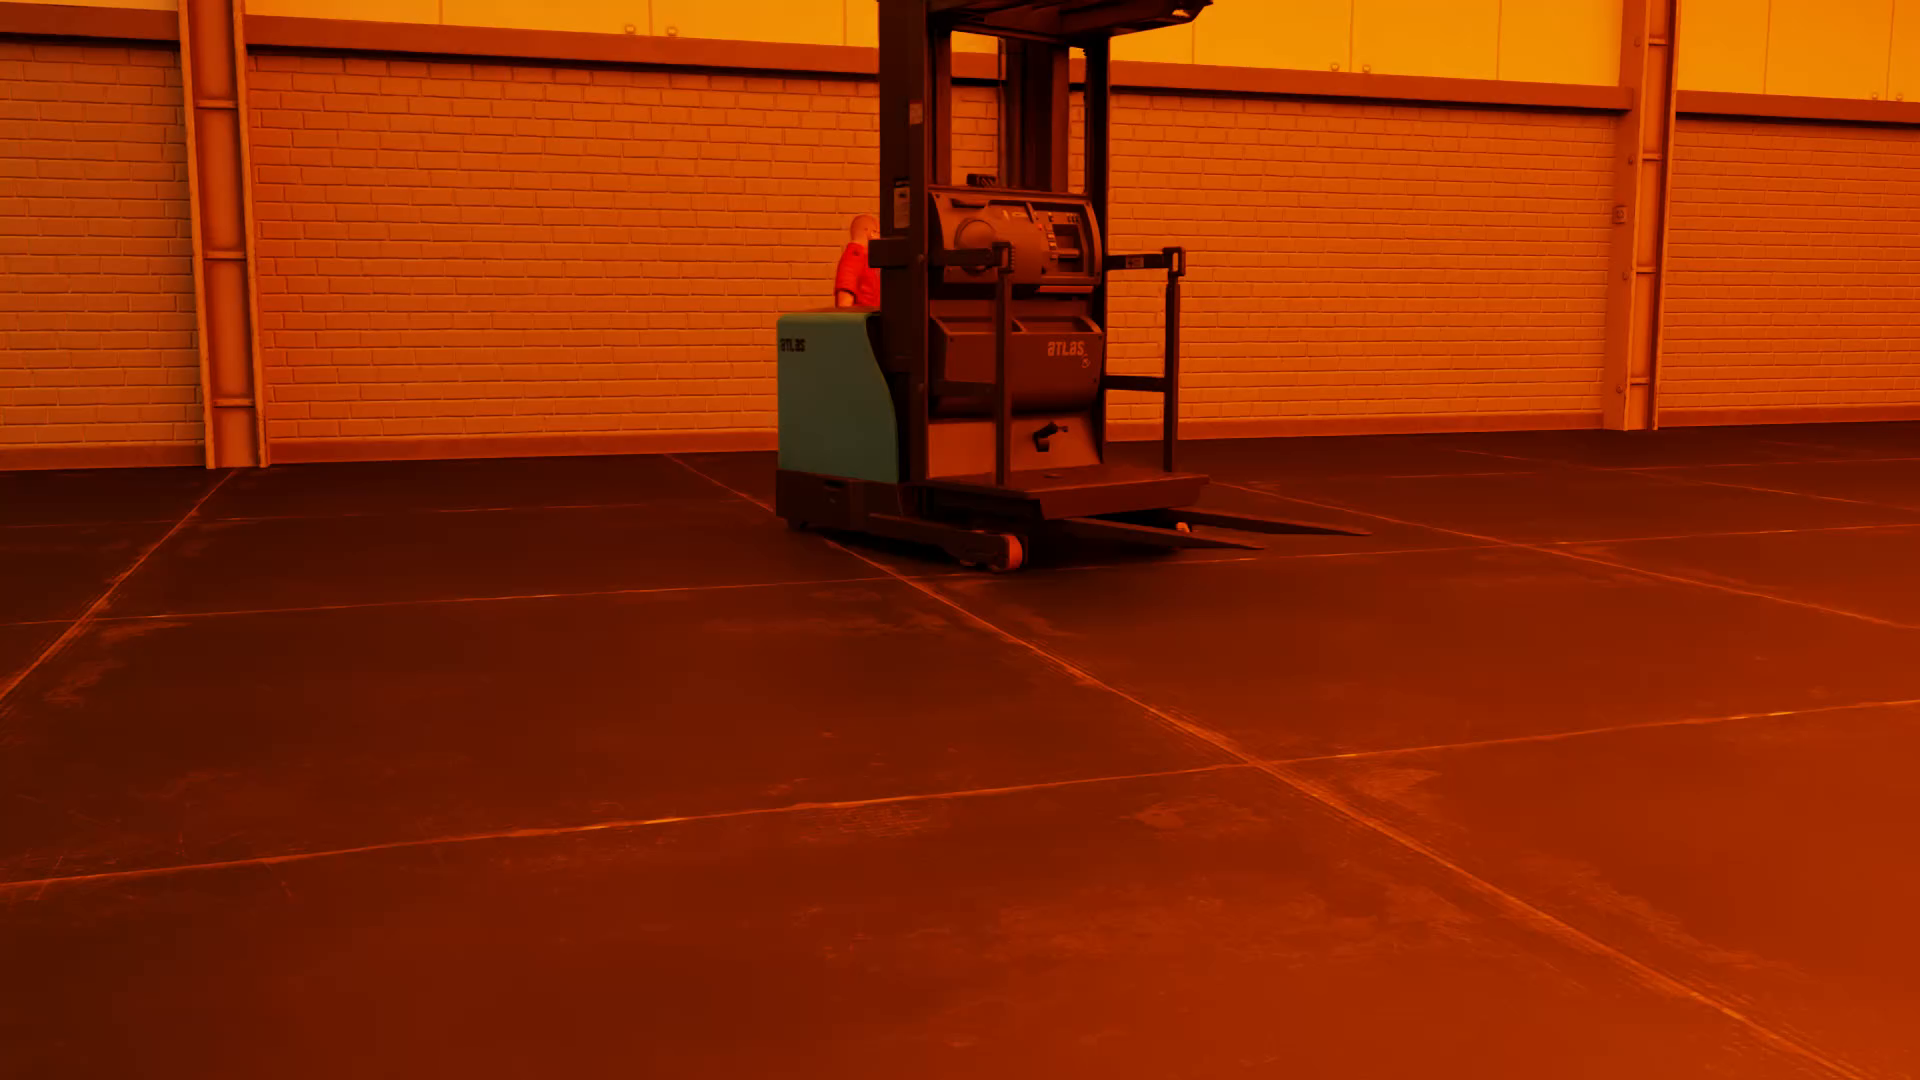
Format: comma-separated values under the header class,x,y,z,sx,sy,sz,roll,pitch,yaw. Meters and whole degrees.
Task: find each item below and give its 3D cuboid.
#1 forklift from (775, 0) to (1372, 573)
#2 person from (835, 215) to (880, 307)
class,x,y,z,sx,sy,sz,roll,pitch,yaw
forklift,0.396,-1.389,7.260,1.130,2.935,3.031,-6,10,-38
person,-0.662,-1.090,9.996,0.494,1.714,0.888,0,8,0
